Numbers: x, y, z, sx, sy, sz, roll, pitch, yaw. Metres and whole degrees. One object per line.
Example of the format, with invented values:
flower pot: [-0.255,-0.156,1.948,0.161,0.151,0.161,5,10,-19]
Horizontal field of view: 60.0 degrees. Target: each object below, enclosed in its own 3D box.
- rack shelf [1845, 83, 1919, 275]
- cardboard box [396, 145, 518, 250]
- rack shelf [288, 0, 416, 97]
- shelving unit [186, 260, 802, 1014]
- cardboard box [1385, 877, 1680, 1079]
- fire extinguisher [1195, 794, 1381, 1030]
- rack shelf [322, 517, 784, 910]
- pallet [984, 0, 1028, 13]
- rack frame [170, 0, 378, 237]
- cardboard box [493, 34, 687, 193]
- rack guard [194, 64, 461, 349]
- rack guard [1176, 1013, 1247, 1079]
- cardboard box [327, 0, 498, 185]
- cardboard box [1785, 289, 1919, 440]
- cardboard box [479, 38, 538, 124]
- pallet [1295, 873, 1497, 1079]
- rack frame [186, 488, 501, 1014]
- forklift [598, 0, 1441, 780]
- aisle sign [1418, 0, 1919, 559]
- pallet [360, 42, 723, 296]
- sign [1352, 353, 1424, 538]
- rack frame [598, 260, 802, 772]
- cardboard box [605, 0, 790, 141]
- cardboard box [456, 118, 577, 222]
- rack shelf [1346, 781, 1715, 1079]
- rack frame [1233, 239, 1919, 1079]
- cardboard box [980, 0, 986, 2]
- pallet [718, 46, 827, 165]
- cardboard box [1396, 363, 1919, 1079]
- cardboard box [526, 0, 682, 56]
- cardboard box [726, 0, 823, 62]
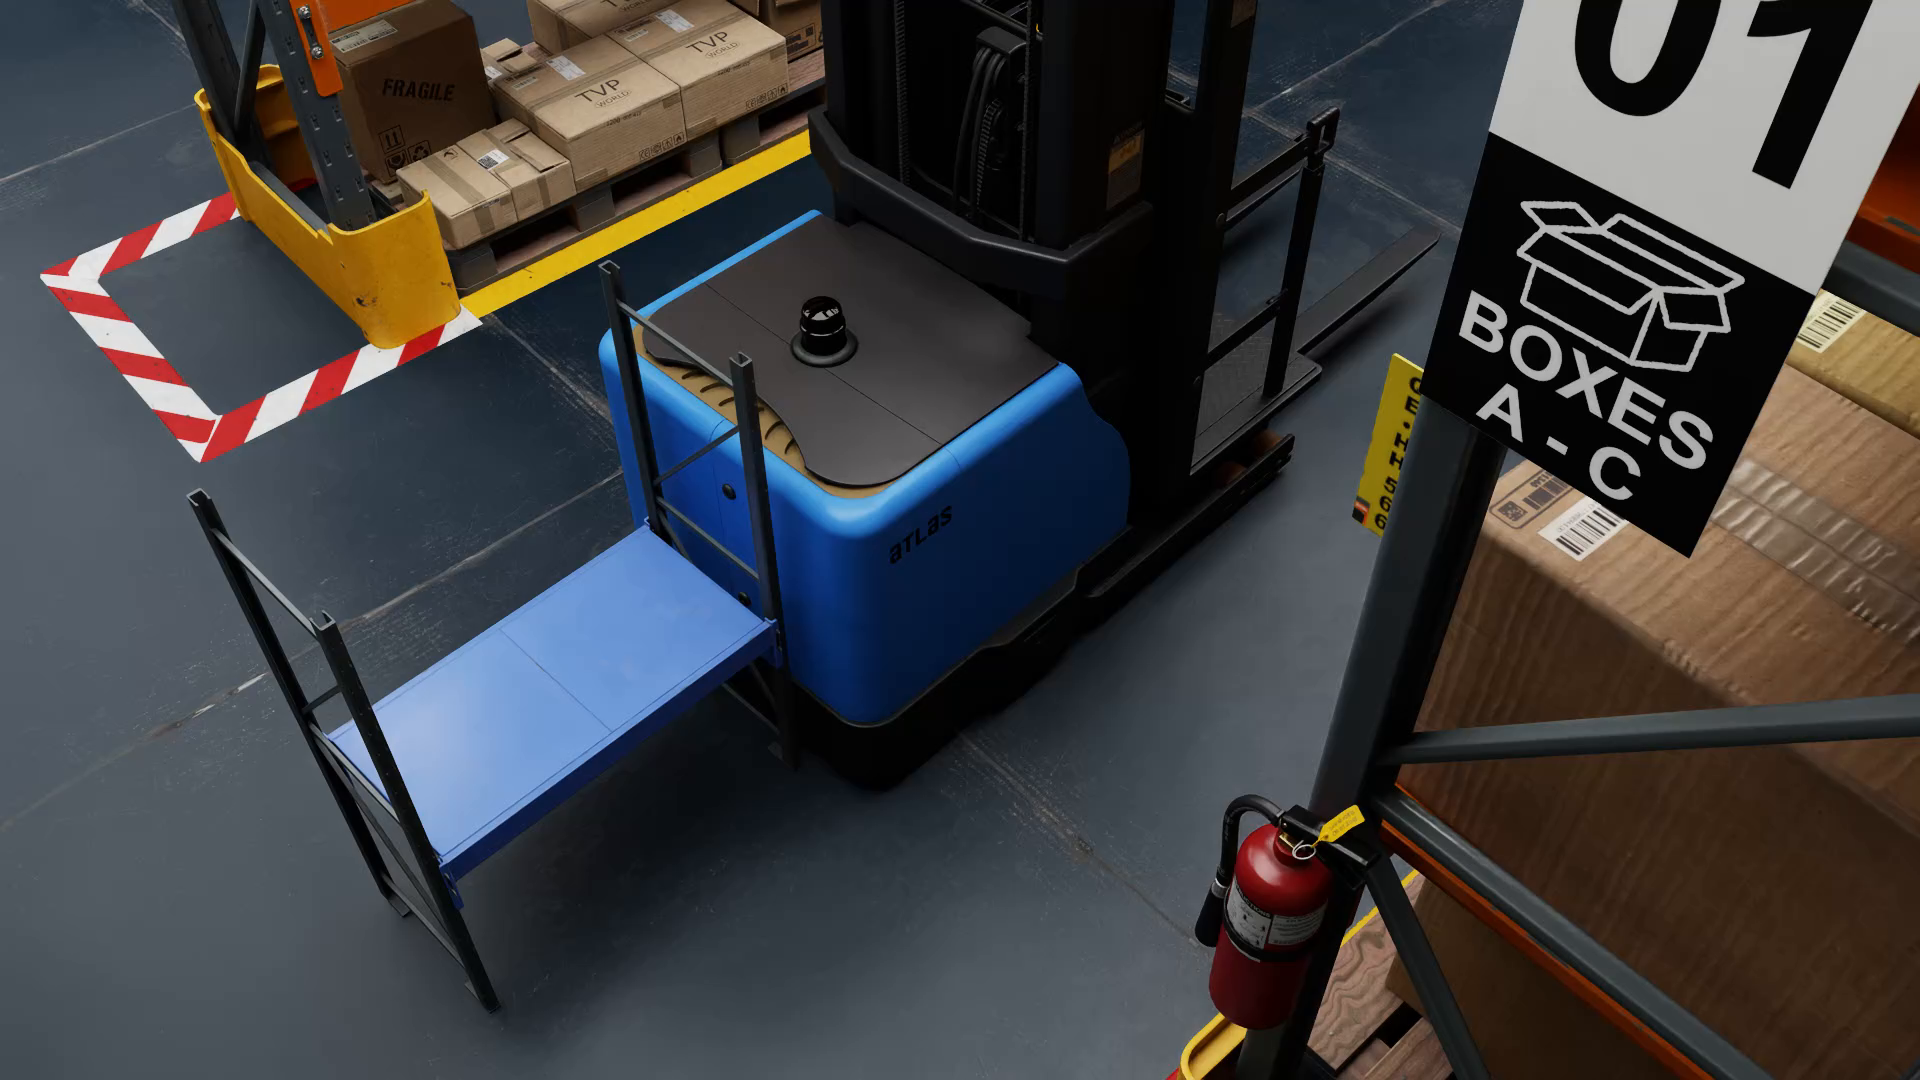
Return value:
rack shelf: [2.461,-1.106,2.678,4.000,0.370,1.077,-34,56,-27]
cardboard box: [-1.813,-1.238,5.992,0.250,0.149,0.380,-34,56,-27]
rack shelf: [-0.874,-2.780,6.264,4.000,0.370,1.077,-34,56,-27]
shelving unit: [-0.988,0.272,3.979,0.538,1.500,1.048,35,56,28]
cardboard box: [1.432,0.961,3.737,0.500,0.500,0.700,-34,56,-27]
fire extinguisher: [0.559,0.633,2.931,0.183,0.674,0.296,-34,56,-27]
rack shelf: [-0.988,0.394,4.111,0.538,0.185,1.000,35,56,28]
pallet: [0.097,-2.728,7.624,1.213,0.211,1.003,-34,56,-27]
rack frame: [-2.354,-2.035,5.087,0.127,3.000,1.000,-34,56,-27]
cardboard box: [-1.391,-1.614,6.270,0.500,0.250,0.500,-34,56,-27]
rack guard: [-2.298,-1.225,6.040,0.348,0.500,1.175,-34,56,-27]
rack guard: [0.964,1.516,3.511,0.348,0.500,1.175,-34,56,-27]
cardboard box: [-2.117,-1.740,6.216,0.500,0.500,0.500,-34,56,-27]
cardboard box: [1.883,-0.069,3.068,0.700,0.700,0.980,-34,56,-27]
cardboard box: [-1.757,-1.778,6.478,0.250,0.166,0.380,-34,56,-27]
pallet: [1.520,1.164,4.032,1.213,0.211,1.003,-34,56,-27]
rack frame: [-1.342,0.540,3.731,0.500,1.500,0.032,35,56,28]
forklift: [0.436,-1.323,4.476,1.130,2.935,3.031,36,57,28]
aisle sign: [0.726,-0.353,1.766,0.004,0.787,0.394,-34,56,-27]
pallet: [-1.708,-1.522,6.511,1.213,0.211,1.003,-34,56,-27]
sign: [0.627,-0.118,2.369,0.005,0.325,0.100,-34,56,-27]
rack frame: [-0.634,0.004,4.226,0.500,1.500,0.032,35,56,28]
cardboard box: [-1.021,-1.861,6.498,0.500,0.250,0.500,-34,56,-27]
cardboard box: [-1.628,-1.367,6.099,0.250,0.166,0.380,-34,56,-27]
rack shelf: [2.461,-0.088,3.780,4.000,0.370,1.077,-34,56,-27]
rack frame: [0.979,0.655,2.605,0.053,2.616,0.949,-34,56,-27]
cardboard box: [-0.180,-2.444,6.994,0.500,0.311,0.500,-34,56,-27]
pallet: [-0.806,-2.122,7.064,1.213,0.211,1.003,-34,56,-27]
cardboard box: [1.352,0.297,2.731,0.700,0.700,0.980,-31,55,-26]
cardboard box: [-1.394,-2.108,6.726,0.500,0.250,0.500,-34,56,-27]
cardboard box: [-0.781,-2.384,6.808,0.637,0.503,0.797,-34,56,-27]
